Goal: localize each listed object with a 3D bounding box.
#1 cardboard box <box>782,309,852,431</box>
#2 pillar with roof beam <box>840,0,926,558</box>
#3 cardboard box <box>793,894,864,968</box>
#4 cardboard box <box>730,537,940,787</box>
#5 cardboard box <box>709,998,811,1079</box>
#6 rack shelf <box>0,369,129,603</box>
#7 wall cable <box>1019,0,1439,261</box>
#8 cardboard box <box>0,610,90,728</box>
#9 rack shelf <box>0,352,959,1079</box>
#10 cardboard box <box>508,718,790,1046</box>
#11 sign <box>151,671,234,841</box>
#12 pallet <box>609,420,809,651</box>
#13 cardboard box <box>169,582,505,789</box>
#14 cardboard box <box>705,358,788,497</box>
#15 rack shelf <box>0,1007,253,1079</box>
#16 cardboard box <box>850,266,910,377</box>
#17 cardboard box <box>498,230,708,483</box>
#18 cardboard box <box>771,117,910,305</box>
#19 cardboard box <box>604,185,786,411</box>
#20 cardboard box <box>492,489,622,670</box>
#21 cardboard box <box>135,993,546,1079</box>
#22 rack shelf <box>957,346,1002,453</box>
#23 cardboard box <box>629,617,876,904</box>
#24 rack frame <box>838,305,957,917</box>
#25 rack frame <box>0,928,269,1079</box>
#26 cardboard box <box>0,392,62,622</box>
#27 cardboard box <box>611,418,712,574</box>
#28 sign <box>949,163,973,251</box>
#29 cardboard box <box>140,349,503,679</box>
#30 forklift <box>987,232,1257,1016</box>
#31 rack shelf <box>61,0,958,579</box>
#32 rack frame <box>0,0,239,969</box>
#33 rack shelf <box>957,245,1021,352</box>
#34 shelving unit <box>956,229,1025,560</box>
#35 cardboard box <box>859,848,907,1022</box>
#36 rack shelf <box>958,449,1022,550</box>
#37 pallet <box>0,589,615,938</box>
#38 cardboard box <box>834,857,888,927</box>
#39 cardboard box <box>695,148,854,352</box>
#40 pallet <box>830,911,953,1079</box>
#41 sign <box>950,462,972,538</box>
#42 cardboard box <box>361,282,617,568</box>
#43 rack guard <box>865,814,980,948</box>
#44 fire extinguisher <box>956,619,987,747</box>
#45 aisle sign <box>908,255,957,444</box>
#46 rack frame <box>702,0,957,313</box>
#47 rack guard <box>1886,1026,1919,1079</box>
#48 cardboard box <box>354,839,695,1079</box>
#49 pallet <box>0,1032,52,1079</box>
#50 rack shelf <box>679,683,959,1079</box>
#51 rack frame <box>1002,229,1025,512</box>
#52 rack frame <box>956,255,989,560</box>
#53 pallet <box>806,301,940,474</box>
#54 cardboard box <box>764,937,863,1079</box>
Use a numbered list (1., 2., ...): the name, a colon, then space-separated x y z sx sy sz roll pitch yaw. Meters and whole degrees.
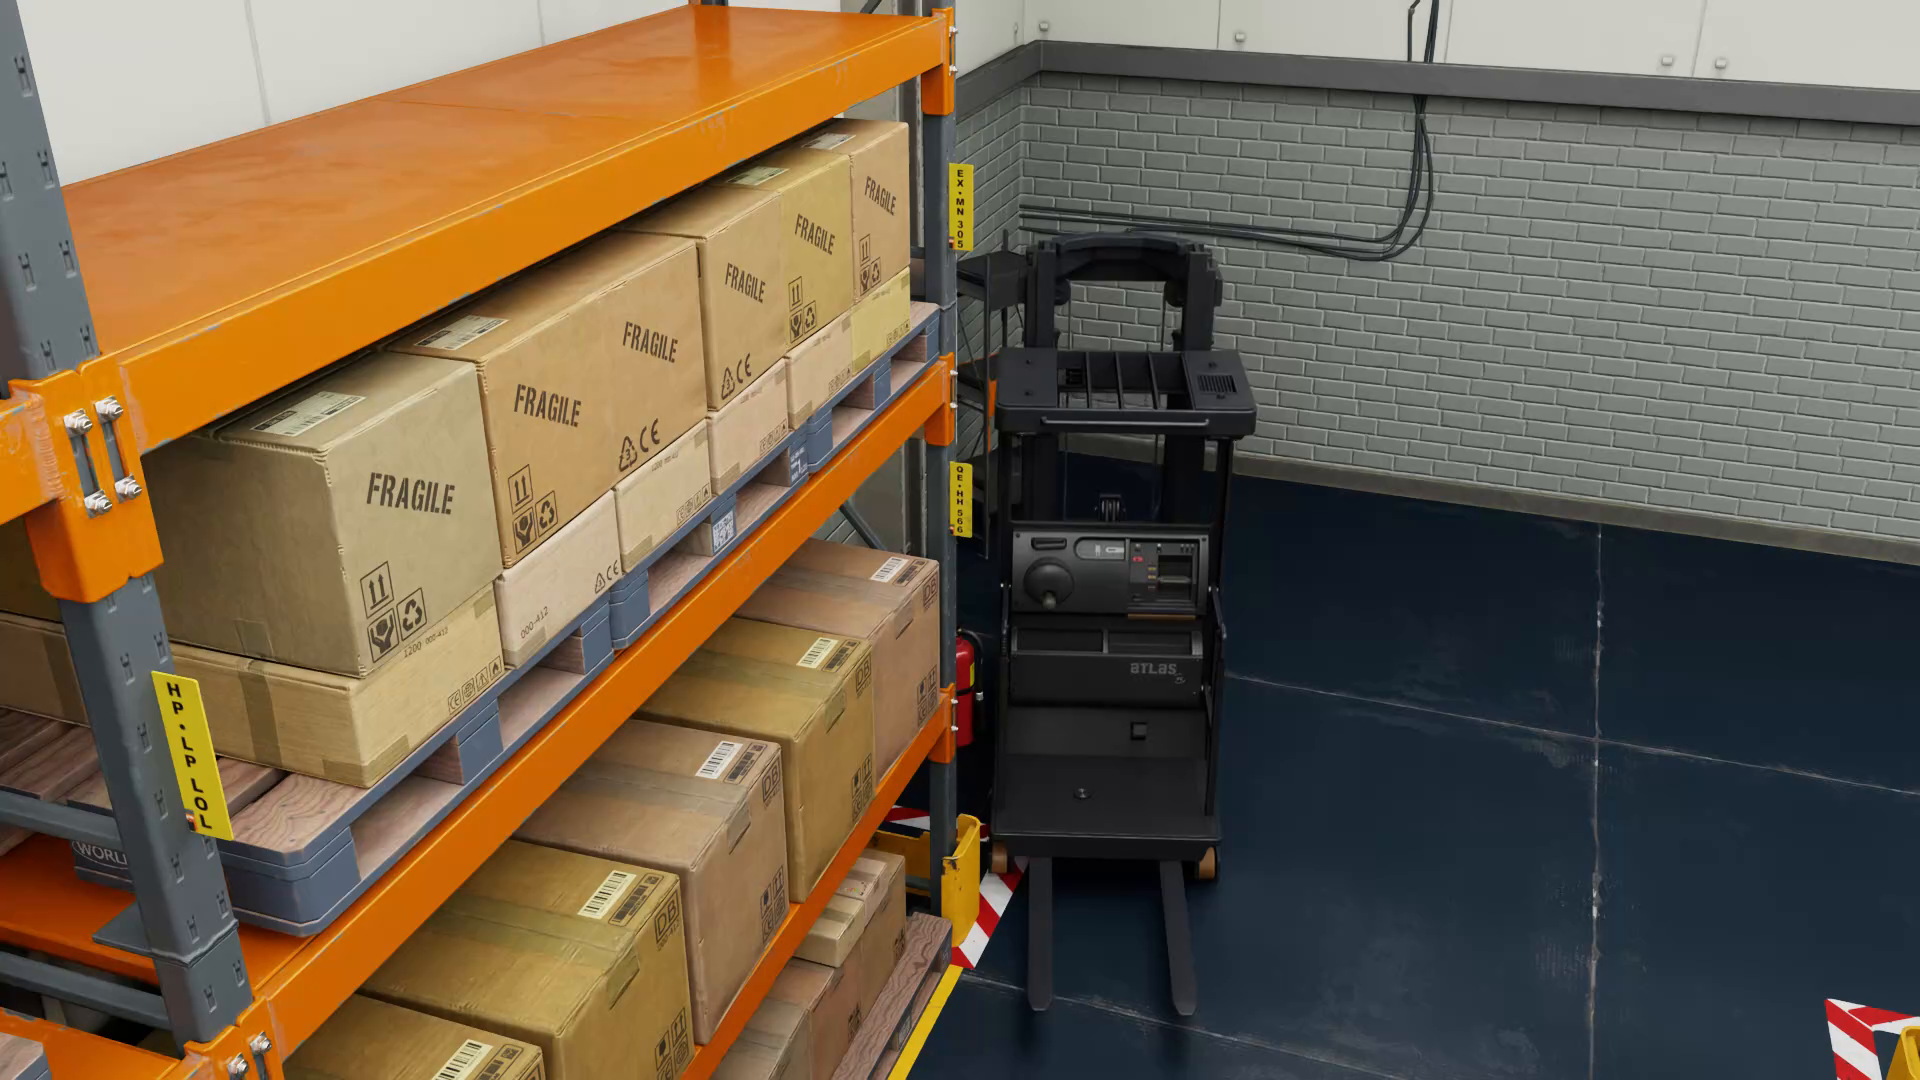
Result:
1. cardboard box: -0.672 -0.583 5.369 0.500 0.250 0.500 8 27 15
2. pillar with roof beam: 3.636 -2.931 7.200 9.100 9.000 0.400 9 27 17
3. cardboard box: -0.600 1.511 6.554 0.380 0.149 0.250 9 27 19
4. cardboard box: -0.666 0.456 6.745 0.980 0.700 0.700 10 28 20
5. cardboard box: -0.978 2.031 6.224 0.700 0.500 0.500 8 27 16
6. rack shelf: -2.503 0.649 1.091 1.077 0.370 4.000 9 27 17
7. wall cable: 1.713 -3.195 11.309 3.097 2.526 0.112 9 27 17
8. cardboard box: -1.831 0.192 3.768 0.500 0.250 0.500 9 27 18
9. rack shelf: -1.172 0.176 5.052 1.077 0.370 4.000 9 27 17
10. cardboard box: -1.160 1.069 5.480 0.980 0.700 0.700 7 27 15
11. sign: -1.322 0.374 2.862 0.100 0.325 0.005 9 27 17
12. pallet: -1.147 -0.121 4.940 1.003 0.211 1.213 9 27 17
13. cardboard box: -1.359 0.262 3.625 0.500 0.250 0.500 9 27 17
14. cardboard box: -0.840 -0.368 4.926 0.500 0.250 0.500 8 27 16
15. rack shelf: -2.503 1.819 1.657 1.077 0.370 4.000 9 27 17
16. cardboard box: -0.499 -0.797 5.811 0.500 0.250 0.500 10 27 19
17. cardboard box: -1.011 -0.498 4.334 0.500 0.500 0.500 9 27 18
18. cardboard box: -0.492 -1.134 5.646 0.500 0.500 0.500 9 27 17
19. cardboard box: -0.835 -0.714 4.779 0.500 0.500 0.500 8 27 15
20. cardboard box: -1.176 0.054 4.053 0.500 0.250 0.500 8 27 16
21. cardboard box: -1.641 1.668 4.242 0.980 0.700 0.700 9 27 18
22. rack shelf: 0.234 -0.934 11.022 0.480 0.518 0.431 -21 33 -36
23. cardboard box: -0.898 0.757 6.124 0.980 0.700 0.700 9 27 17
24. rack frame: -0.506 0.380 7.246 1.000 3.000 0.127 9 27 17
25. rack frame: -1.837 2.024 3.851 1.000 3.000 0.127 9 27 17
26. cardboard box: -1.825 -0.151 3.616 0.500 0.500 0.500 9 27 17
27. cardboard box: -1.012 -0.158 4.491 0.500 0.250 0.500 8 27 16
28. sign: 0.001 -1.248 6.243 0.100 0.325 0.005 9 27 17
29. cardboard box: -1.335 -0.083 3.475 0.500 0.500 0.500 8 27 17
30. forklift: 0.707 0.185 7.727 1.130 2.935 3.031 1 26 2
31. rack shelf: -1.172 -0.994 4.486 1.077 0.370 4.000 9 27 17
32. rack frame: -1.837 -0.676 2.544 1.000 3.000 0.127 9 27 17
33. rack shelf: 0.232 -1.563 10.715 0.480 0.518 0.431 -21 33 -36
34. shelving unit: 0.234 -0.946 11.016 0.503 2.100 0.431 -21 33 -36
35. cardboard box: -0.645 1.618 7.076 0.700 0.500 0.500 9 27 17
36. rack shelf: 0.236 -0.305 11.329 0.480 0.518 0.431 -21 33 -36
37. pallet: -1.555 0.379 3.908 1.003 0.211 1.213 9 27 17
38. cardboard box: -0.516 1.406 6.771 0.380 0.149 0.250 8 27 17
39. cardboard box: -0.669 -0.930 5.224 0.500 0.500 0.500 10 27 19
40. pallet: -0.698 1.975 7.152 1.003 0.211 1.213 9 27 17
41. sign: 0.001 -0.163 6.768 0.100 0.325 0.005 9 27 17
42. cardboard box: -1.170 -0.295 3.913 0.500 0.500 0.500 8 27 16
43. rack guard: -0.498 1.495 7.812 1.175 0.500 0.348 9 27 17
44. fire extinguisher: -0.021 0.588 7.334 0.296 0.674 0.183 9 27 17
45. aisle sign: -0.199 -0.776 6.651 0.394 0.787 0.004 9 27 17
46. rack frame: -0.506 -2.320 5.939 1.000 3.000 0.127 9 27 17
47. rack guard: 4.141 2.253 6.246 1.175 0.500 0.348 9 27 17
48. cardboard box: -1.393 1.369 4.860 0.980 0.700 0.700 8 27 16
49. pallet: -2.096 1.144 2.447 0.805 0.209 1.217 8 27 15
50. rack shelf: -1.172 1.526 5.706 1.077 0.370 4.000 9 27 17
51. rack frame: 0.419 -1.016 11.159 0.015 2.100 0.400 -21 33 -36
52. rack frame: 0.049 -0.876 10.873 0.015 2.100 0.400 -21 33 -36
53. pallet: -0.743 -0.624 5.979 1.003 0.211 1.213 9 27 17
54. cardboard box: -0.811 1.824 6.651 0.700 0.500 0.500 9 27 17
